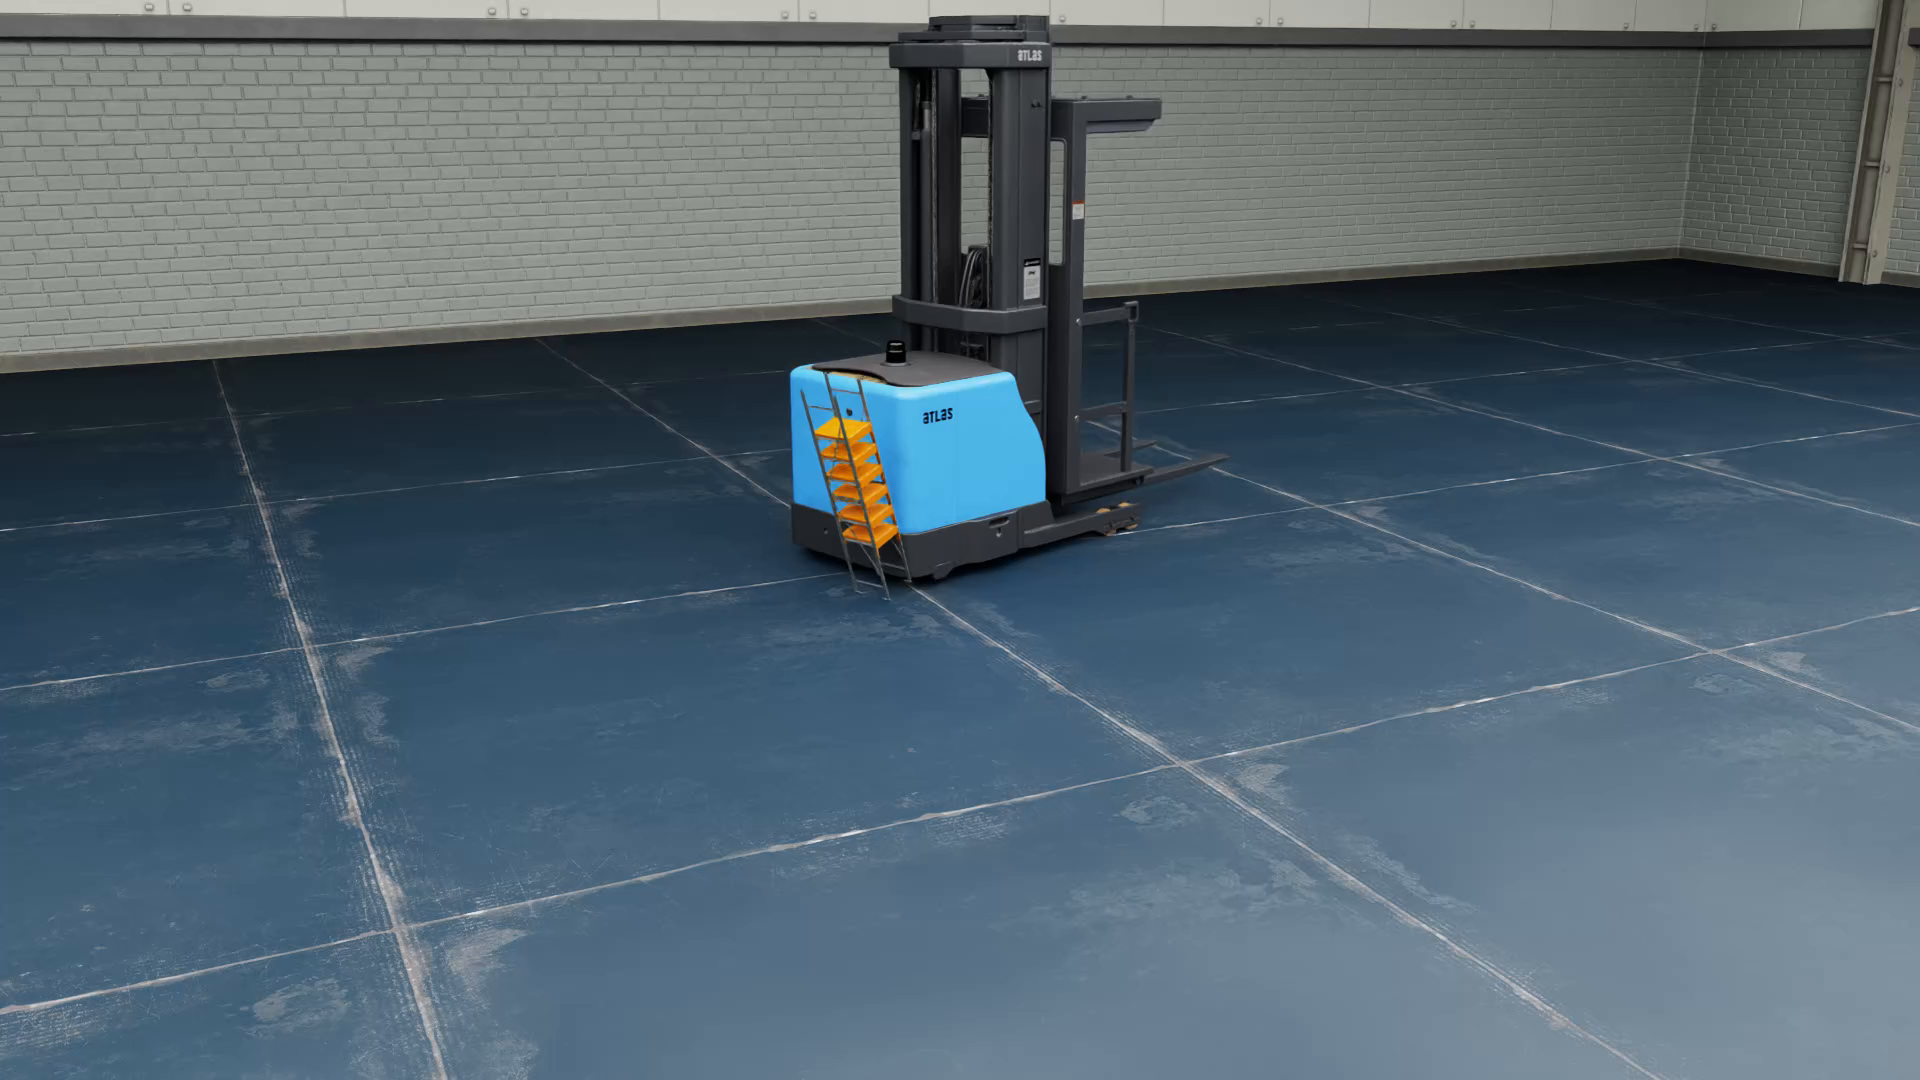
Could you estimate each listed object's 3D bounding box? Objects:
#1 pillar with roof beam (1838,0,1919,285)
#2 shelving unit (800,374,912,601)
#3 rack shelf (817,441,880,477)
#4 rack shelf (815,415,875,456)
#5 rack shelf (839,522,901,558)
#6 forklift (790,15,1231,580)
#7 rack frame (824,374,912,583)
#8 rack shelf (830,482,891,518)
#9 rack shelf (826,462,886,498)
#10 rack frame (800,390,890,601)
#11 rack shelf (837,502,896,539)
[{"bbox_3d":[7.614,-7.097,18.168,9.100,9.000,0.400,-8,18,-25],"label":"pillar with roof beam"},{"bbox_3d":[-0.521,-0.256,8.466,0.258,1.200,0.189,12,39,37],"label":"shelving unit"},{"bbox_3d":[-0.559,-0.421,8.368,0.258,0.103,0.180,12,39,37],"label":"rack shelf"},{"bbox_3d":[-0.583,-0.522,8.308,0.258,0.103,0.180,12,39,37],"label":"rack shelf"},{"bbox_3d":[-0.465,-0.016,8.608,0.258,0.103,0.180,12,39,37],"label":"rack shelf"},{"bbox_3d":[0.453,-1.521,9.739,3.031,2.935,1.130,-15,22,-42],"label":"forklift"},{"bbox_3d":[-0.467,-0.303,8.523,0.240,1.200,0.006,12,39,37],"label":"rack frame"},{"bbox_3d":[-0.512,-0.219,8.488,0.258,0.103,0.180,12,39,37],"label":"rack shelf"},{"bbox_3d":[-0.536,-0.320,8.428,0.258,0.103,0.180,12,39,37],"label":"rack shelf"},{"bbox_3d":[-0.575,-0.209,8.408,0.240,1.200,0.006,12,39,37],"label":"rack frame"},{"bbox_3d":[-0.488,-0.117,8.548,0.258,0.103,0.180,12,39,37],"label":"rack shelf"}]
